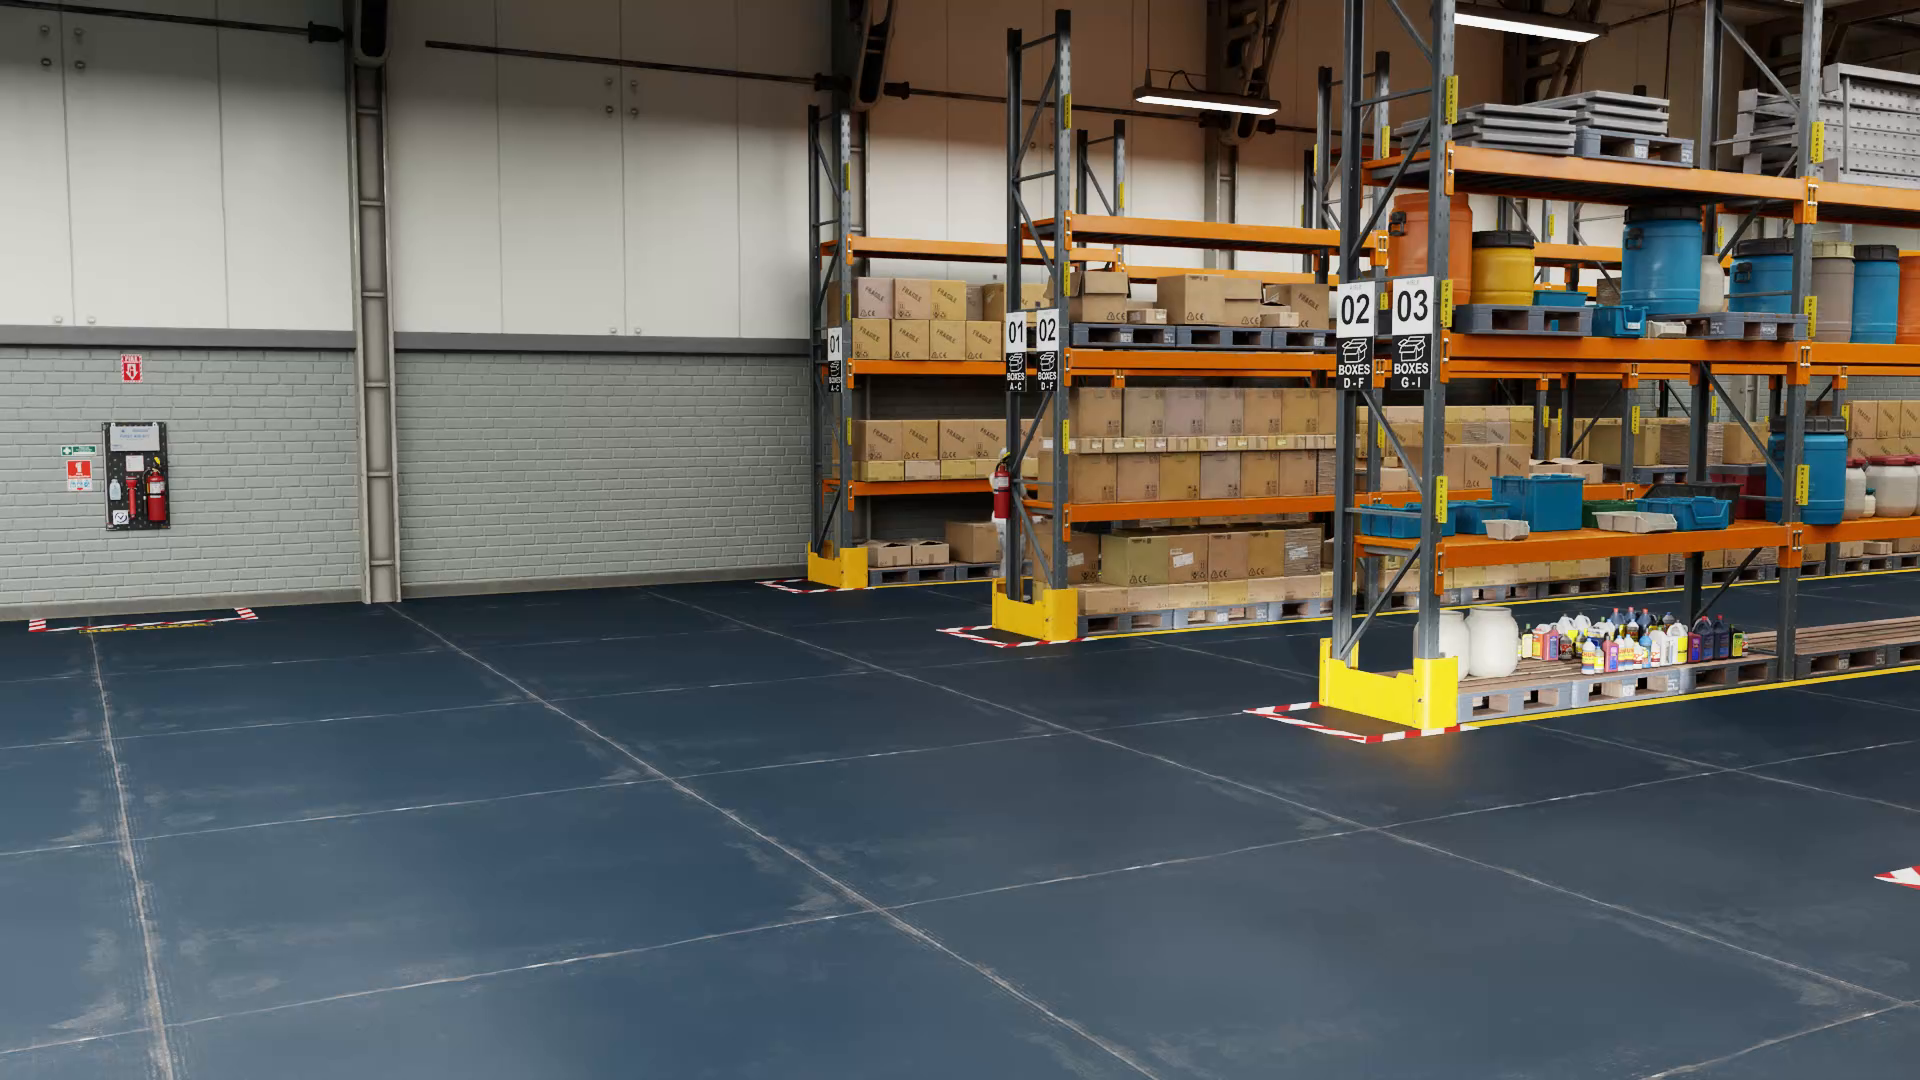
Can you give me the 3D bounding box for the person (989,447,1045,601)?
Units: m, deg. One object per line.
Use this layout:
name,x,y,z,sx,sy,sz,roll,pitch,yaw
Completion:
person,0.661,-0.193,19.307,0.566,1.782,0.489,-3,6,-29
